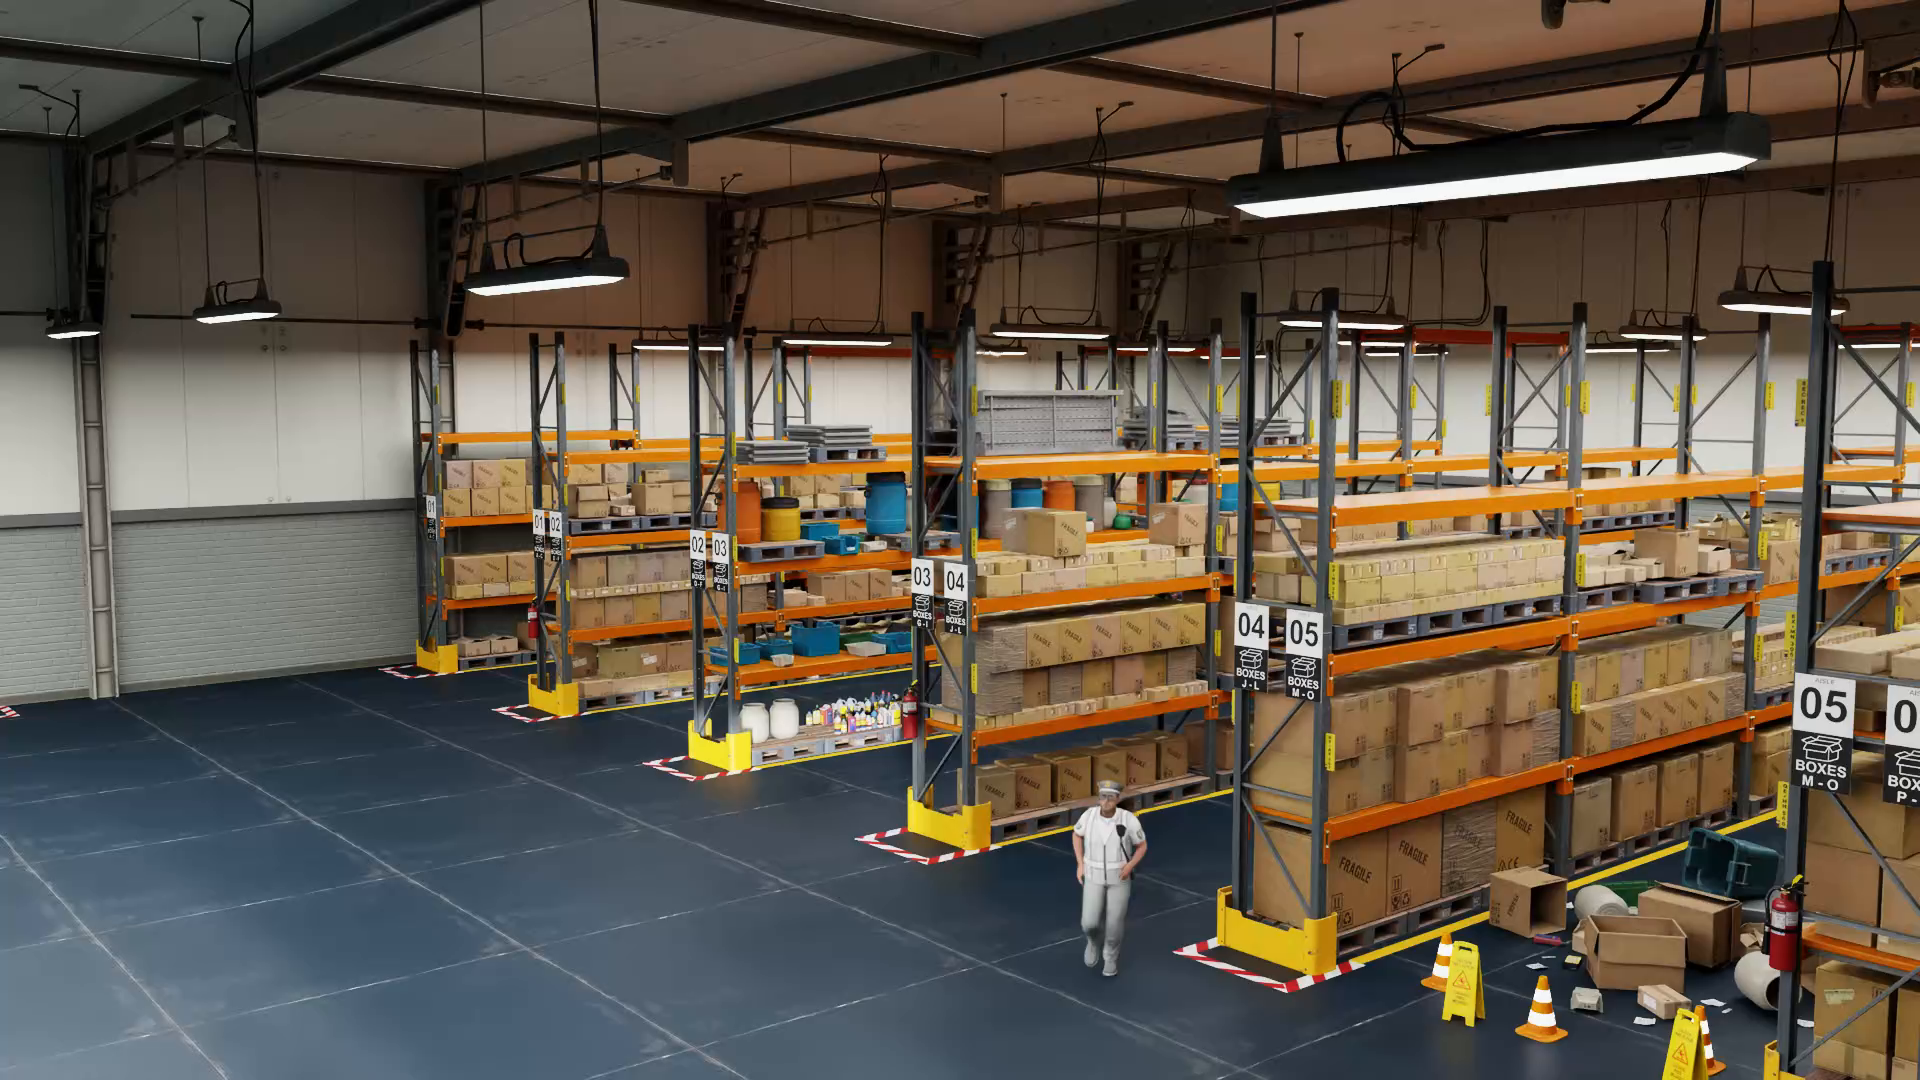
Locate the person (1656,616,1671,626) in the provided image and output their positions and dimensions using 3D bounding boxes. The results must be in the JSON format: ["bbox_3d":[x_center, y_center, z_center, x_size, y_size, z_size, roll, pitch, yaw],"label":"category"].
[{"bbox_3d":[10.876,1.948,25.763,0.708,1.692,0.624,-4,7,-40],"label":"person"}]

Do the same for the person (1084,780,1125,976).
[{"bbox_3d":[1.267,2.945,14.644,0.357,1.744,0.395,1,5,11],"label":"person"}]
